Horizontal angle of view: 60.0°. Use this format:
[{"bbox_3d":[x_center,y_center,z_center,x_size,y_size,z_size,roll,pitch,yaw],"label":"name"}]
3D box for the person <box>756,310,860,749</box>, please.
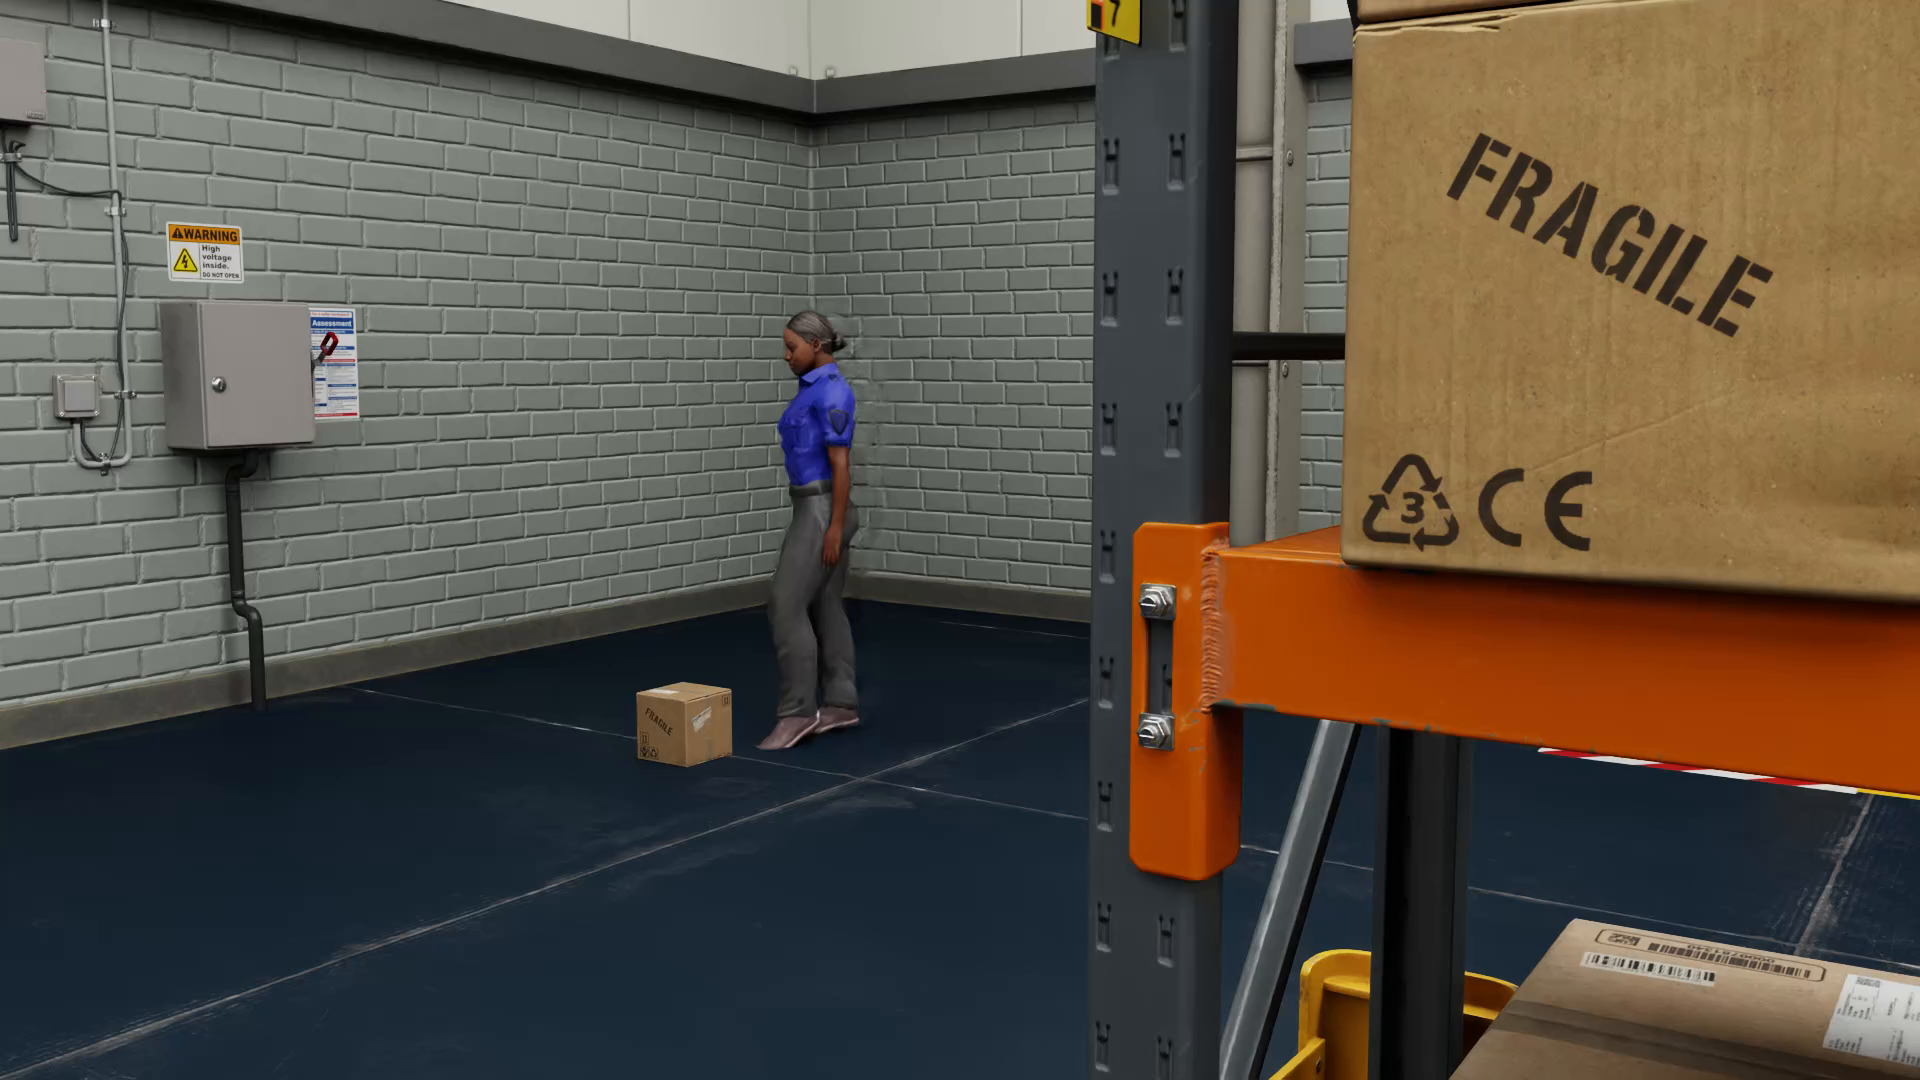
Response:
[{"bbox_3d":[-0.612,-0.037,6.500,0.438,1.711,0.469,-1,7,-12],"label":"person"}]
